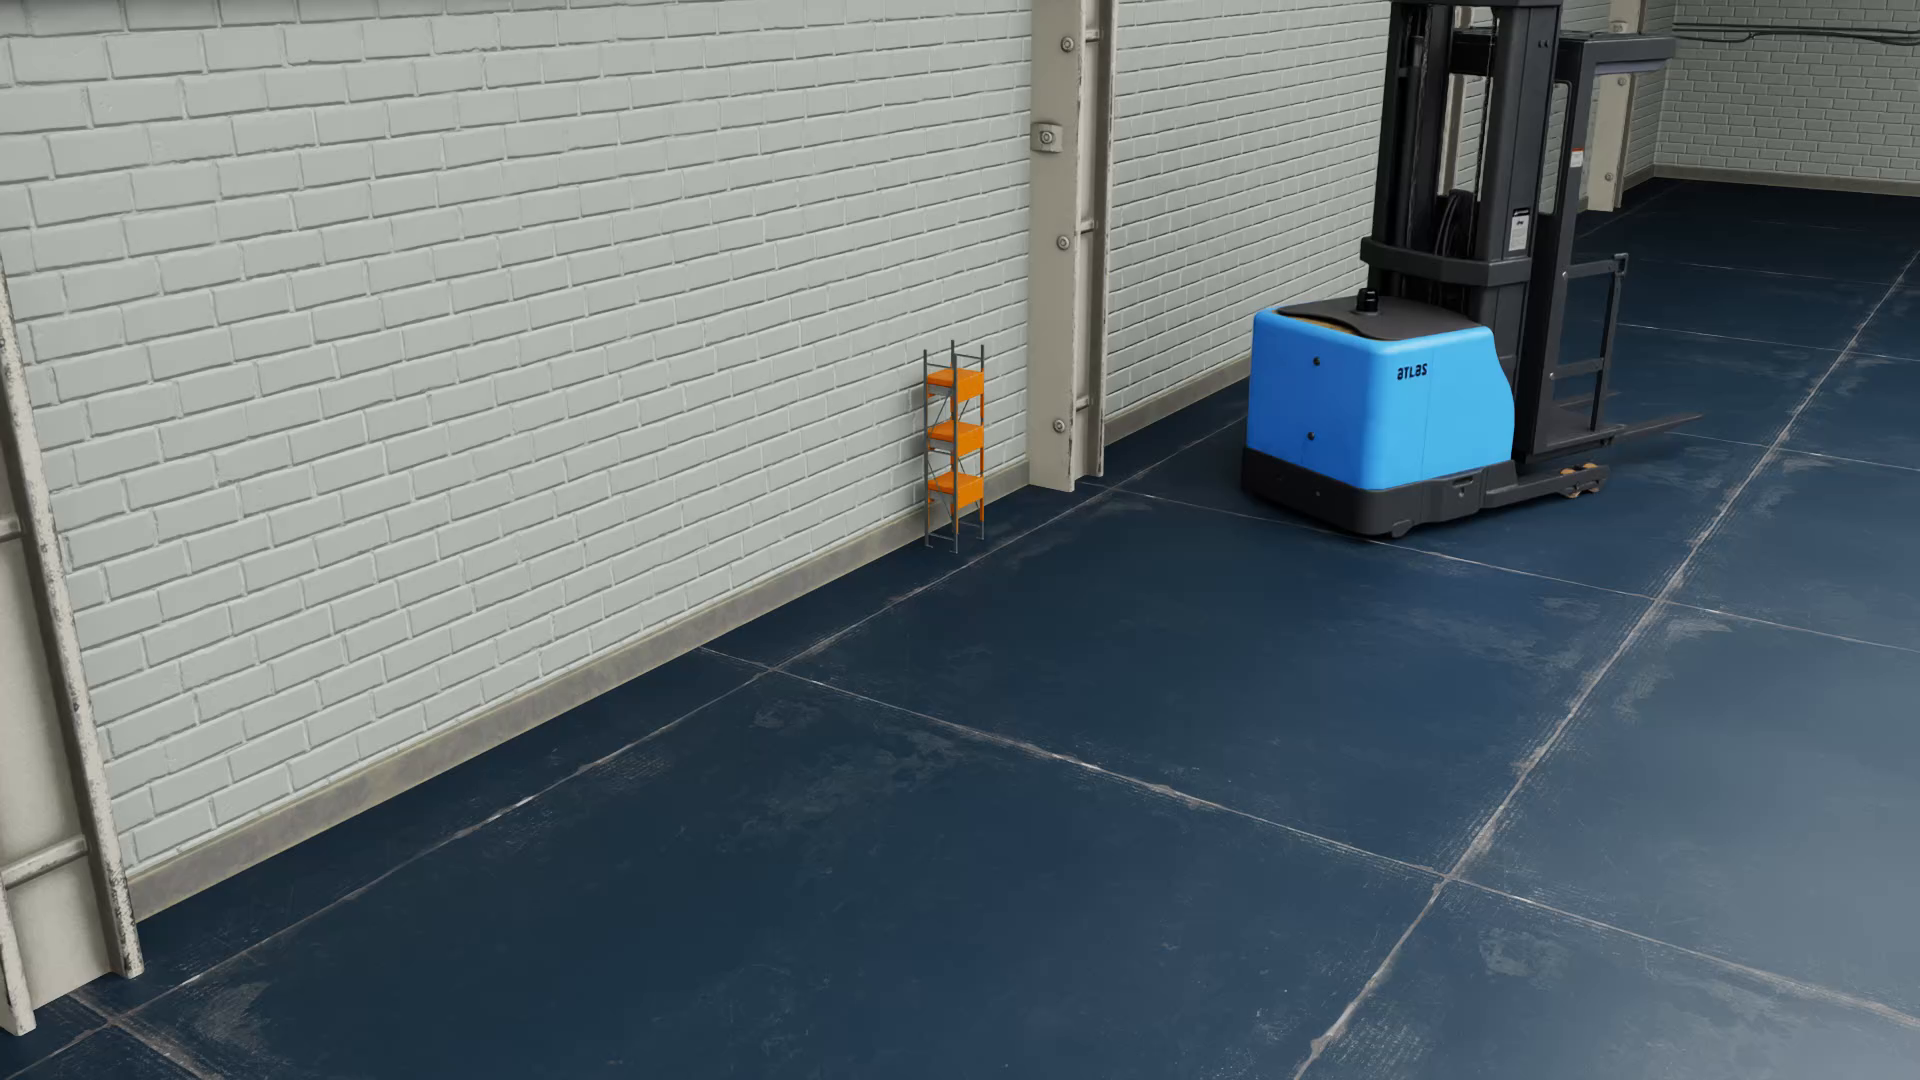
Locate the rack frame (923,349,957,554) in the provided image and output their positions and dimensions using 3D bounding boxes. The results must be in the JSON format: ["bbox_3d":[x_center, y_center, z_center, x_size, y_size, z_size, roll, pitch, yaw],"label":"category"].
[{"bbox_3d":[-0.099,-0.442,8.447,0.200,1.050,0.008,13,24,32],"label":"rack frame"}]

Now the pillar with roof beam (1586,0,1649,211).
[{"bbox_3d":[10.916,-7.183,15.214,9.100,9.000,0.400,13,24,32],"label":"pillar with roof beam"}]

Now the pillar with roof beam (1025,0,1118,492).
[{"bbox_3d":[4.171,-3.740,5.906,9.100,9.000,0.400,13,24,32],"label":"pillar with roof beam"}]

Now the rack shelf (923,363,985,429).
[{"bbox_3d":[-0.030,-0.733,8.446,0.215,0.259,0.240,13,24,32],"label":"rack shelf"}]

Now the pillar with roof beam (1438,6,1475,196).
[{"bbox_3d":[7.544,-5.462,10.560,9.100,9.000,0.400,13,24,32],"label":"pillar with roof beam"}]

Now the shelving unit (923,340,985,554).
[{"bbox_3d":[-0.030,-0.477,8.541,0.215,1.050,0.252,13,24,32],"label":"shelving unit"}]

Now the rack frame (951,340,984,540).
[{"bbox_3d":[0.039,-0.512,8.636,0.200,1.050,0.008,13,24,32],"label":"rack frame"}]

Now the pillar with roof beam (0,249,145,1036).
[{"bbox_3d":[0.798,-2.019,1.252,9.100,9.000,0.400,13,24,32],"label":"pillar with roof beam"}]

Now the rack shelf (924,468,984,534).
[{"bbox_3d":[-0.030,-0.206,8.641,0.215,0.259,0.240,13,24,32],"label":"rack shelf"}]

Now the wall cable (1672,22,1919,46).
[{"bbox_3d":[10.106,-7.154,19.610,3.097,2.526,0.112,13,24,32],"label":"wall cable"}]

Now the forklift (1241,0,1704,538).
[{"bbox_3d":[3.106,-1.752,9.277,3.031,2.935,1.130,-12,24,-30],"label":"forklift"}]

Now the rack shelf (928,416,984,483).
[{"bbox_3d":[-0.030,-0.467,8.545,0.215,0.259,0.240,13,24,32],"label":"rack shelf"}]
